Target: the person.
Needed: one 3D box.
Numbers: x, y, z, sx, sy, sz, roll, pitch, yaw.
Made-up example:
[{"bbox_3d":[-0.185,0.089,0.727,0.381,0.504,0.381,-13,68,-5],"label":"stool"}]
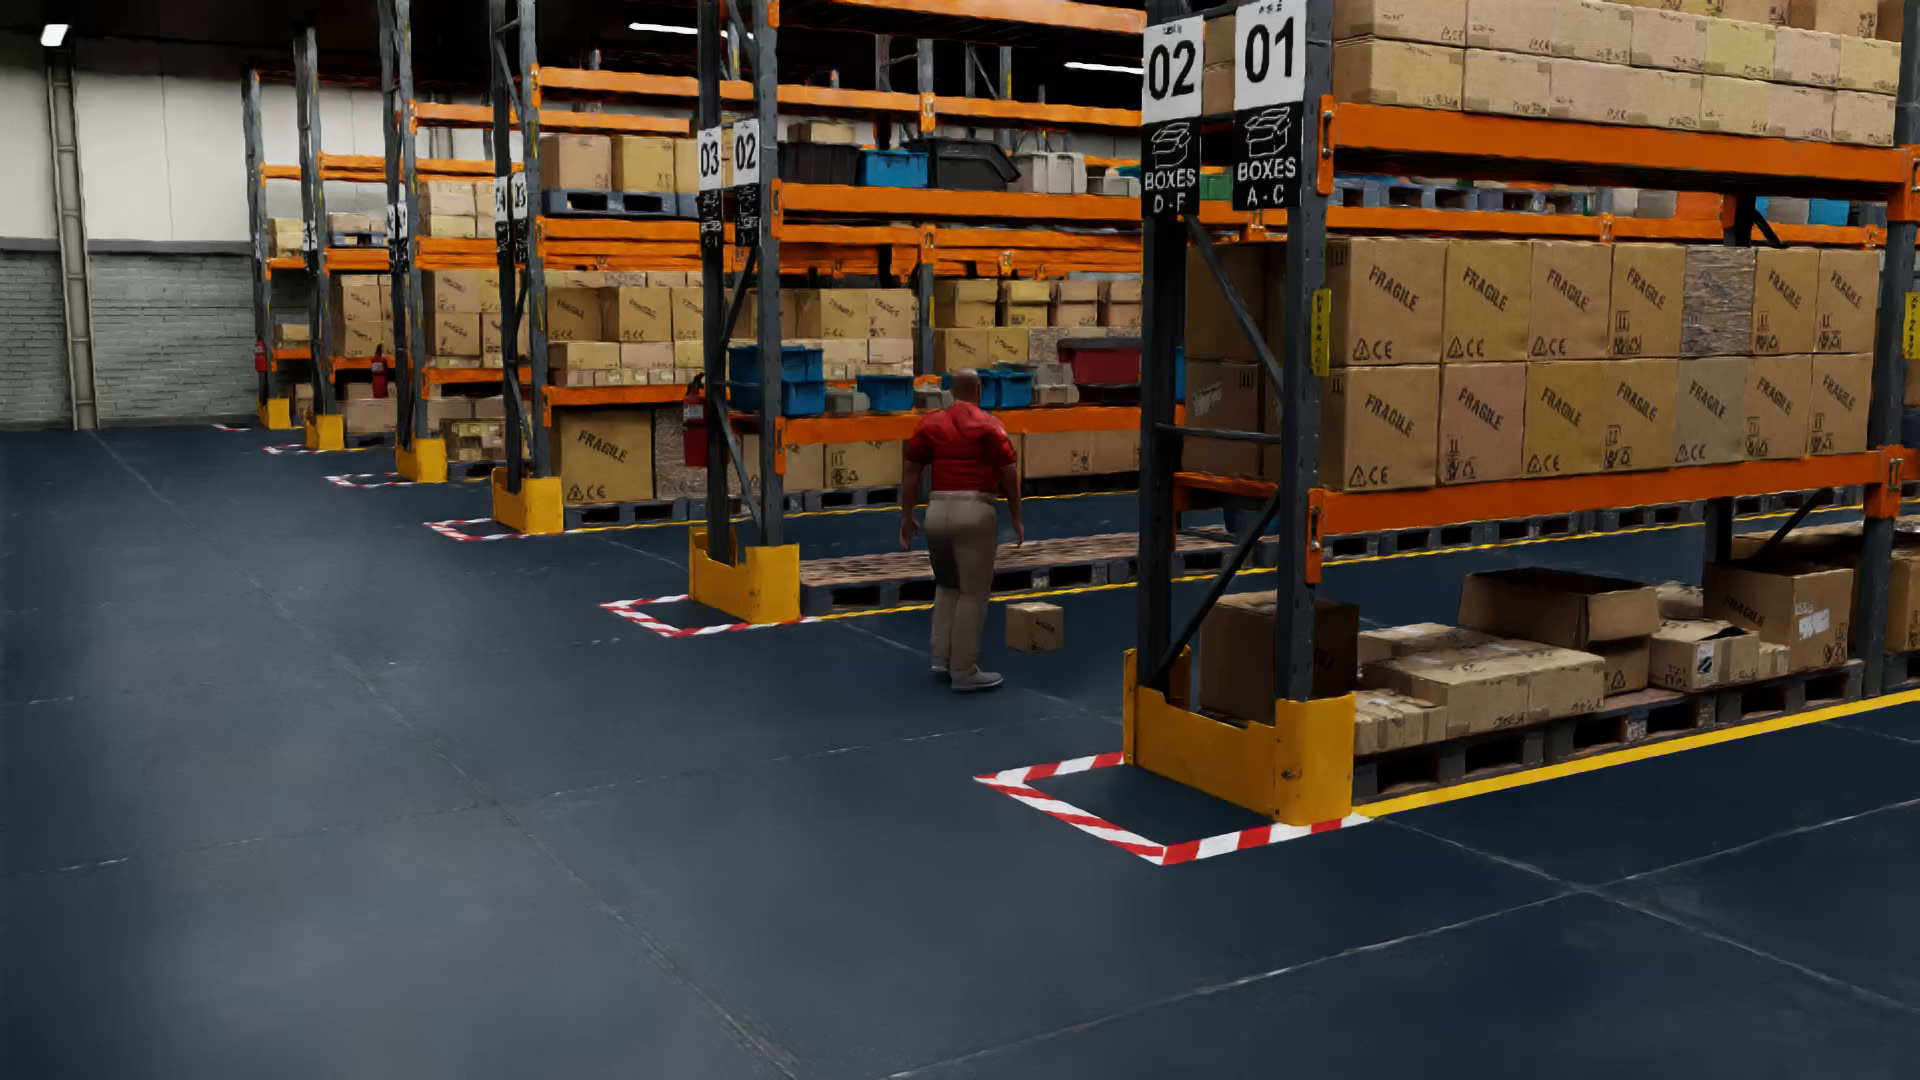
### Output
[{"bbox_3d":[-0.007,-0.079,8.932,0.667,1.706,0.483,5,10,32],"label":"person"}]
